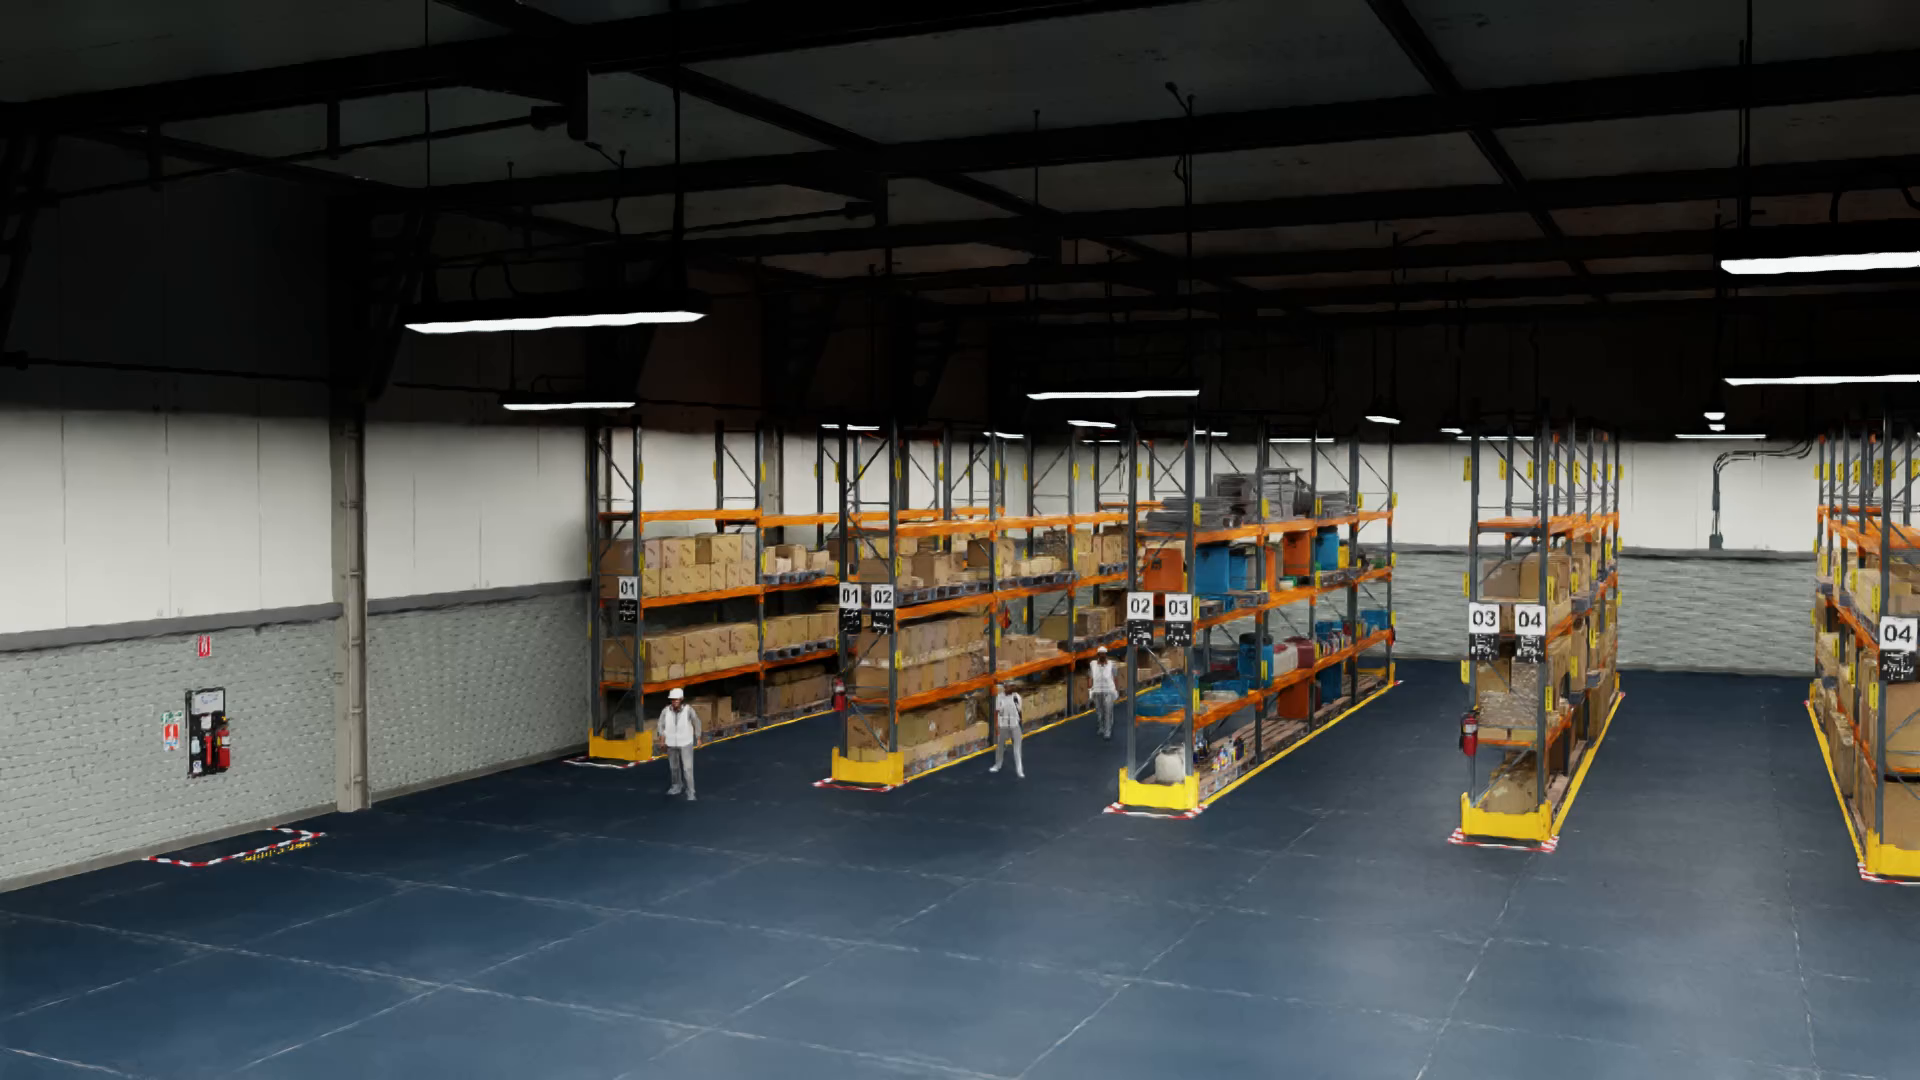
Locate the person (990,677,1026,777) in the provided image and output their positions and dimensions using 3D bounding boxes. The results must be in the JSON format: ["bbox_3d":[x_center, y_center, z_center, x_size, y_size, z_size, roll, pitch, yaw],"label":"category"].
[{"bbox_3d":[0.779,3.047,27.323,0.553,1.646,0.915,0,2,-2],"label":"person"}]

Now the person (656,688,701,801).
[{"bbox_3d":[-4.295,3.093,25.441,0.645,1.713,0.844,0,2,8],"label":"person"}]

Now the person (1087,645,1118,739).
[{"bbox_3d":[2.673,2.841,31.286,0.554,1.724,1.029,1,2,17],"label":"person"}]
